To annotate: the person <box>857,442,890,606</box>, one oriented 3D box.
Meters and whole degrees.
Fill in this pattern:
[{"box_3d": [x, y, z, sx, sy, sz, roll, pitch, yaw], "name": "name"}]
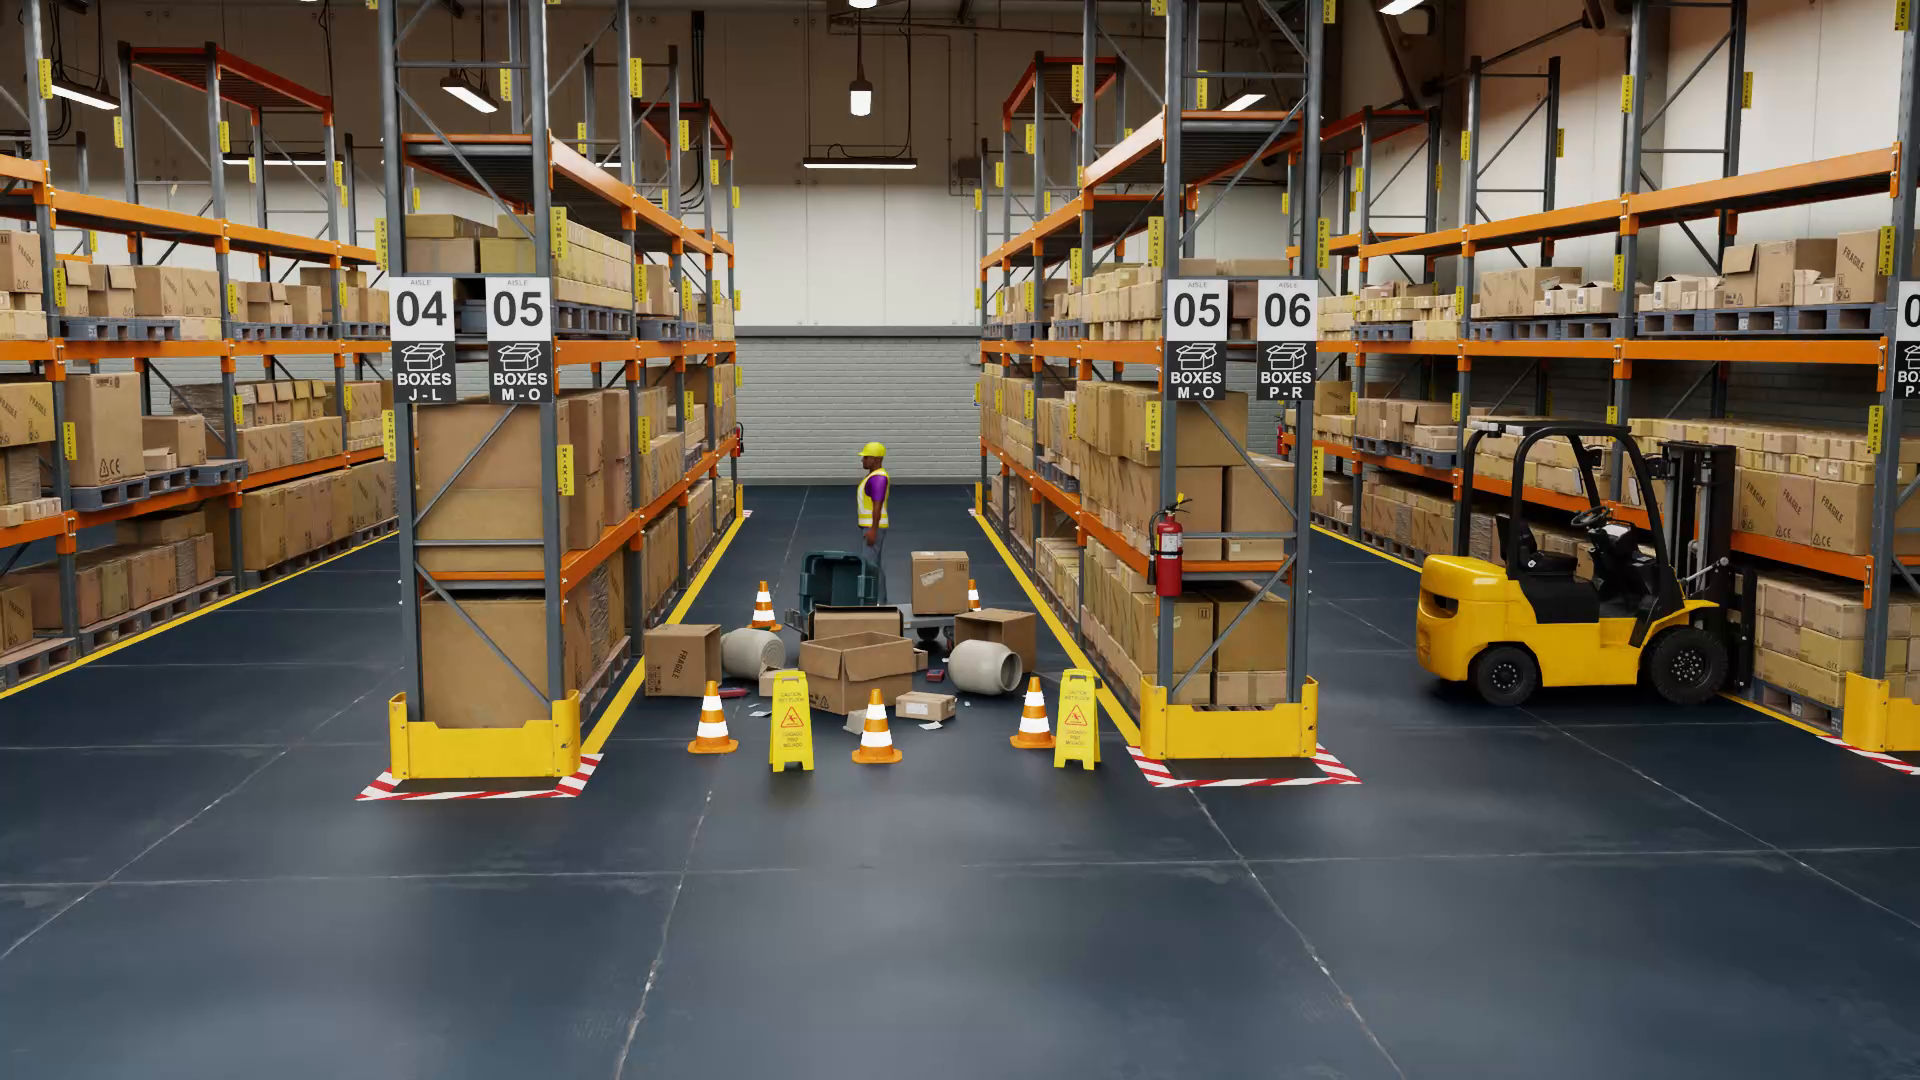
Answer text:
[{"box_3d": [-0.907, -0.122, 17.225, 0.370, 1.776, 0.567, 0, 7, -3], "name": "person"}]
